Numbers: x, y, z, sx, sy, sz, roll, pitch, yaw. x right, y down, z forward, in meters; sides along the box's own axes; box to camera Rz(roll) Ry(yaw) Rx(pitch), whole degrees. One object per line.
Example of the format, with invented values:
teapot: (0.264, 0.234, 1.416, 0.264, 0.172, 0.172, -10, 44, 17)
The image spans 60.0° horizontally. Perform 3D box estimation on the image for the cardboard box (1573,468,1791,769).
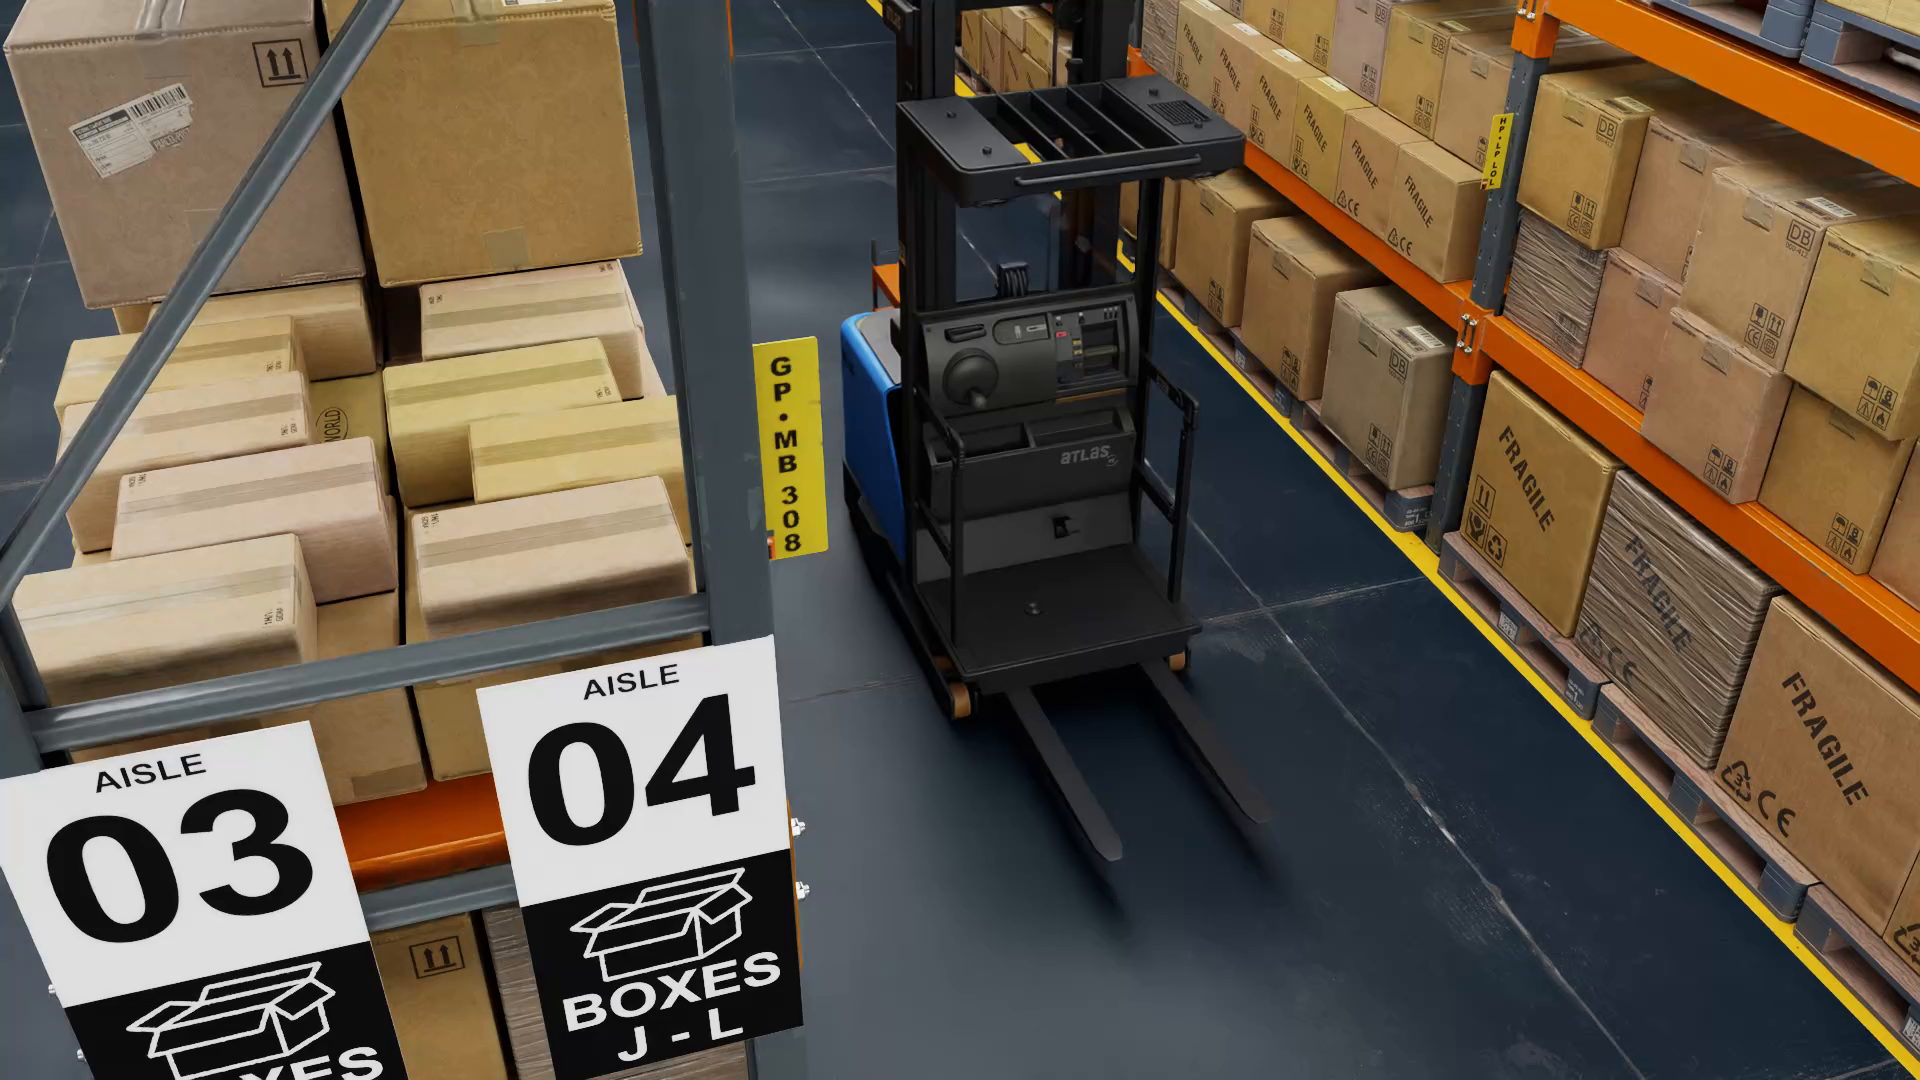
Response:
cardboard box: (3.192, 0.238, 6.715, 0.875, 0.875, 0.875, -10, 35, -14)

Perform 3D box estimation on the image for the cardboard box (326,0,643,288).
cardboard box: (-0.942, -0.858, 3.292, 0.500, 0.500, 0.500, -10, 35, -15)

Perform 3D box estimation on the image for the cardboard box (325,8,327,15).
cardboard box: (-1.952, -1.365, 4.648, 0.380, 0.149, 0.250, -10, 35, -14)

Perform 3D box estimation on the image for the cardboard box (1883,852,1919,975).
cardboard box: (3.738, 1.178, 5.292, 0.875, 0.875, 0.875, -10, 35, -14)

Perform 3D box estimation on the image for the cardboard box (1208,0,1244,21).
cardboard box: (1.851, -3.344, 9.592, 0.700, 0.500, 0.500, -10, 35, -15)

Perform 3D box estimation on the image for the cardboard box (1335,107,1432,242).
cardboard box: (2.220, -1.824, 8.199, 0.500, 0.500, 0.500, -10, 35, -15)

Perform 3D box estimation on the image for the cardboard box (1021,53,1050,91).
cardboard box: (0.787, -3.370, 12.516, 0.500, 0.500, 0.500, -12, 35, -17)

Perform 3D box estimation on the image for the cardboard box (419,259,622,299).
cardboard box: (-0.877, -0.493, 3.329, 0.380, 0.149, 0.250, -10, 35, -15)

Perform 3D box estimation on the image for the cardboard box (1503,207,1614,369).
cardboard box: (2.912, -1.159, 7.147, 0.875, 0.550, 0.550, -10, 35, -15)

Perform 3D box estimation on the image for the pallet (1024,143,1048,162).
pallet: (0.963, -3.275, 13.014, 1.003, 0.211, 1.213, -10, 35, -15)

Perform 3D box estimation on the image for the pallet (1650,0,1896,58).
pallet: (3.028, -2.071, 6.023, 1.003, 0.211, 1.213, -10, 35, -15)

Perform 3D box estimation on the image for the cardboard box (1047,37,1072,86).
cardboard box: (0.945, -3.412, 11.898, 0.500, 0.250, 0.500, -10, 35, -14)

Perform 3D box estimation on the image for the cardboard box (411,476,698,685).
cardboard box: (-0.610, 0.055, 2.500, 0.380, 0.149, 0.250, -10, 35, -15)

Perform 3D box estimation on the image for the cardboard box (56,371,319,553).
cardboard box: (-1.284, -0.137, 2.790, 0.380, 0.149, 0.250, -12, 35, -17)

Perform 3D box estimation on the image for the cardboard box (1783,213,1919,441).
cardboard box: (3.349, -0.749, 5.547, 0.875, 0.550, 0.500, -10, 35, -15)

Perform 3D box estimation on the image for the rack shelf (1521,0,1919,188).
rack shelf: (3.398, -1.189, 5.261, 1.077, 0.370, 4.000, -10, 35, -15)

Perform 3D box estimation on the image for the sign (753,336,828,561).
sign: (-0.230, -0.114, 2.188, 0.100, 0.325, 0.005, -10, 35, -15)

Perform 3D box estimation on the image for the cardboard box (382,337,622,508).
cardboard box: (-0.791, -0.210, 2.900, 0.380, 0.149, 0.250, -11, 35, -16)

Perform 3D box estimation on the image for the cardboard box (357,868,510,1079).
cardboard box: (-1.149, 0.763, 3.107, 0.500, 0.500, 0.500, -10, 35, -15)

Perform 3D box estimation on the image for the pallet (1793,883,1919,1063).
pallet: (3.690, 1.569, 5.684, 1.003, 0.211, 1.213, -10, 35, -15)

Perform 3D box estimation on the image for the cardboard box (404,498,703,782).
cardboard box: (-0.647, 0.108, 2.781, 0.500, 0.250, 0.500, -9, 35, -13)

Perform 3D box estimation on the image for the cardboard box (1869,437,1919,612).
cardboard box: (3.612, -0.038, 5.450, 0.875, 0.550, 0.550, -10, 35, -15)

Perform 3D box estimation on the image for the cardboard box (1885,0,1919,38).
cardboard box: (3.039, -1.605, 4.993, 0.380, 0.149, 0.250, -10, 35, -14)

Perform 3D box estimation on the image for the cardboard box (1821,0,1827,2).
cardboard box: (2.888, -1.869, 5.393, 0.380, 0.149, 0.250, -11, 35, -15)

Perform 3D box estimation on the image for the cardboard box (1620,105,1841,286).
cardboard box: (3.146, -1.332, 6.430, 0.875, 0.550, 0.550, -10, 35, -15)

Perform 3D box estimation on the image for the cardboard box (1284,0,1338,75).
cardboard box: (2.166, -2.807, 8.779, 0.700, 0.500, 0.500, -10, 35, -15)

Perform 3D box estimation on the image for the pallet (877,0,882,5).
pallet: (-0.267, -5.313, 16.099, 1.003, 0.211, 1.213, -10, 35, -15)

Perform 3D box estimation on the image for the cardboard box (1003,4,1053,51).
cardboard box: (0.638, -3.953, 12.718, 0.500, 0.250, 0.500, -9, 34, -13)

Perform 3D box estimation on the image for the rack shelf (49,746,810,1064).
rack shelf: (-1.356, -0.408, 4.079, 1.077, 0.370, 4.000, -10, 35, -15)

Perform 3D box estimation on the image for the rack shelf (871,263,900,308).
rack shelf: (-0.253, -1.235, 8.318, 0.258, 0.148, 0.480, -11, 35, -16)

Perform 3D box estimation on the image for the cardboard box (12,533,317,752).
cardboard box: (-1.128, 0.145, 2.364, 0.380, 0.149, 0.250, -10, 35, -15)

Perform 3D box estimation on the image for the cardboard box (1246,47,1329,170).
cardboard box: (1.909, -2.355, 9.003, 0.500, 0.500, 0.500, -10, 35, -15)

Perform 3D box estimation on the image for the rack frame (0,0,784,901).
rack frame: (-0.746, -0.910, 1.464, 1.000, 3.000, 0.127, -10, 35, -15)

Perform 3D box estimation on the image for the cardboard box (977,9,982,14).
cardboard box: (0.322, -4.501, 13.547, 0.500, 0.250, 0.500, -12, 35, -17)

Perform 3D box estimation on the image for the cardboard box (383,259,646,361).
cardboard box: (-0.958, -0.423, 3.584, 0.500, 0.250, 0.500, -10, 35, -15)

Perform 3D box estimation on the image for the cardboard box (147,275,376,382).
cardboard box: (-1.340, -0.416, 3.212, 0.380, 0.149, 0.250, -10, 35, -14)

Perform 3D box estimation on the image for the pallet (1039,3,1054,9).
pallet: (1.249, -3.664, 11.248, 1.213, 0.211, 1.003, -10, 35, -15)

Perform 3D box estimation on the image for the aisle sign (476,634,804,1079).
aisle sign: (-0.442, 0.491, 2.429, 0.394, 0.787, 0.004, -10, 35, -15)

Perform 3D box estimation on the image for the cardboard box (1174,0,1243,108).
cardboard box: (1.606, -2.882, 9.800, 0.500, 0.500, 0.500, -10, 35, -15)

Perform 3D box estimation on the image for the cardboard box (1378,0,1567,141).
cardboard box: (2.472, -2.276, 7.976, 0.700, 0.500, 0.500, -11, 35, -16)

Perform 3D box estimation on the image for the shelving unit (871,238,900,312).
shelving unit: (-0.253, -0.907, 8.534, 0.258, 1.200, 0.503, -11, 35, -16)

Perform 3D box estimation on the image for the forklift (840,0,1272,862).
forklift: (0.370, -0.713, 6.671, 1.130, 2.935, 3.031, -11, 35, -16)

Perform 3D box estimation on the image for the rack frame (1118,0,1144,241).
rack frame: (1.568, -3.388, 10.656, 1.000, 3.000, 0.127, -10, 35, -15)

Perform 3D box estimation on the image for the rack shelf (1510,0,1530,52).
rack shelf: (2.178, -3.289, 8.439, 1.077, 0.370, 4.000, -10, 35, -15)

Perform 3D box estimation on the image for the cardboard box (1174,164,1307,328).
cardboard box: (1.938, -1.831, 9.960, 1.050, 0.750, 0.750, -9, 35, -14)

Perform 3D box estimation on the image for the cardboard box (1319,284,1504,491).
cardboard box: (2.513, -0.835, 8.453, 1.050, 0.750, 0.750, -10, 35, -15)

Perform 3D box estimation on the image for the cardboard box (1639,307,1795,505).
cardboard box: (3.154, -0.571, 6.257, 0.875, 0.550, 0.550, -10, 35, -15)

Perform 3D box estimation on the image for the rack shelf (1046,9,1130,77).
rack shelf: (0.958, -4.138, 12.444, 1.077, 0.370, 4.000, -10, 35, -15)

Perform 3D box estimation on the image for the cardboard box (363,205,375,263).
cardboard box: (-1.597, -0.601, 3.855, 0.500, 0.250, 0.500, -11, 35, -16)

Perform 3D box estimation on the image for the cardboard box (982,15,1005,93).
cardboard box: (0.484, -3.910, 13.333, 0.500, 0.500, 0.500, -8, 34, -13)

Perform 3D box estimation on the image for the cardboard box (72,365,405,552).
cardboard box: (-1.290, -0.068, 3.047, 0.500, 0.250, 0.500, -10, 35, -14)

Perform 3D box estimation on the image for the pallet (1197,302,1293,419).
pallet: (2.105, -1.159, 9.812, 1.003, 0.211, 1.213, -10, 35, -15)

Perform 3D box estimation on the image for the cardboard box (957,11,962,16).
cardboard box: (-0.051, -4.710, 14.592, 0.380, 0.149, 0.250, -9, 35, -14)

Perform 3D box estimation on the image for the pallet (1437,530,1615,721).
pallet: (2.946, 0.288, 7.623, 1.003, 0.211, 1.213, -10, 35, -15)
